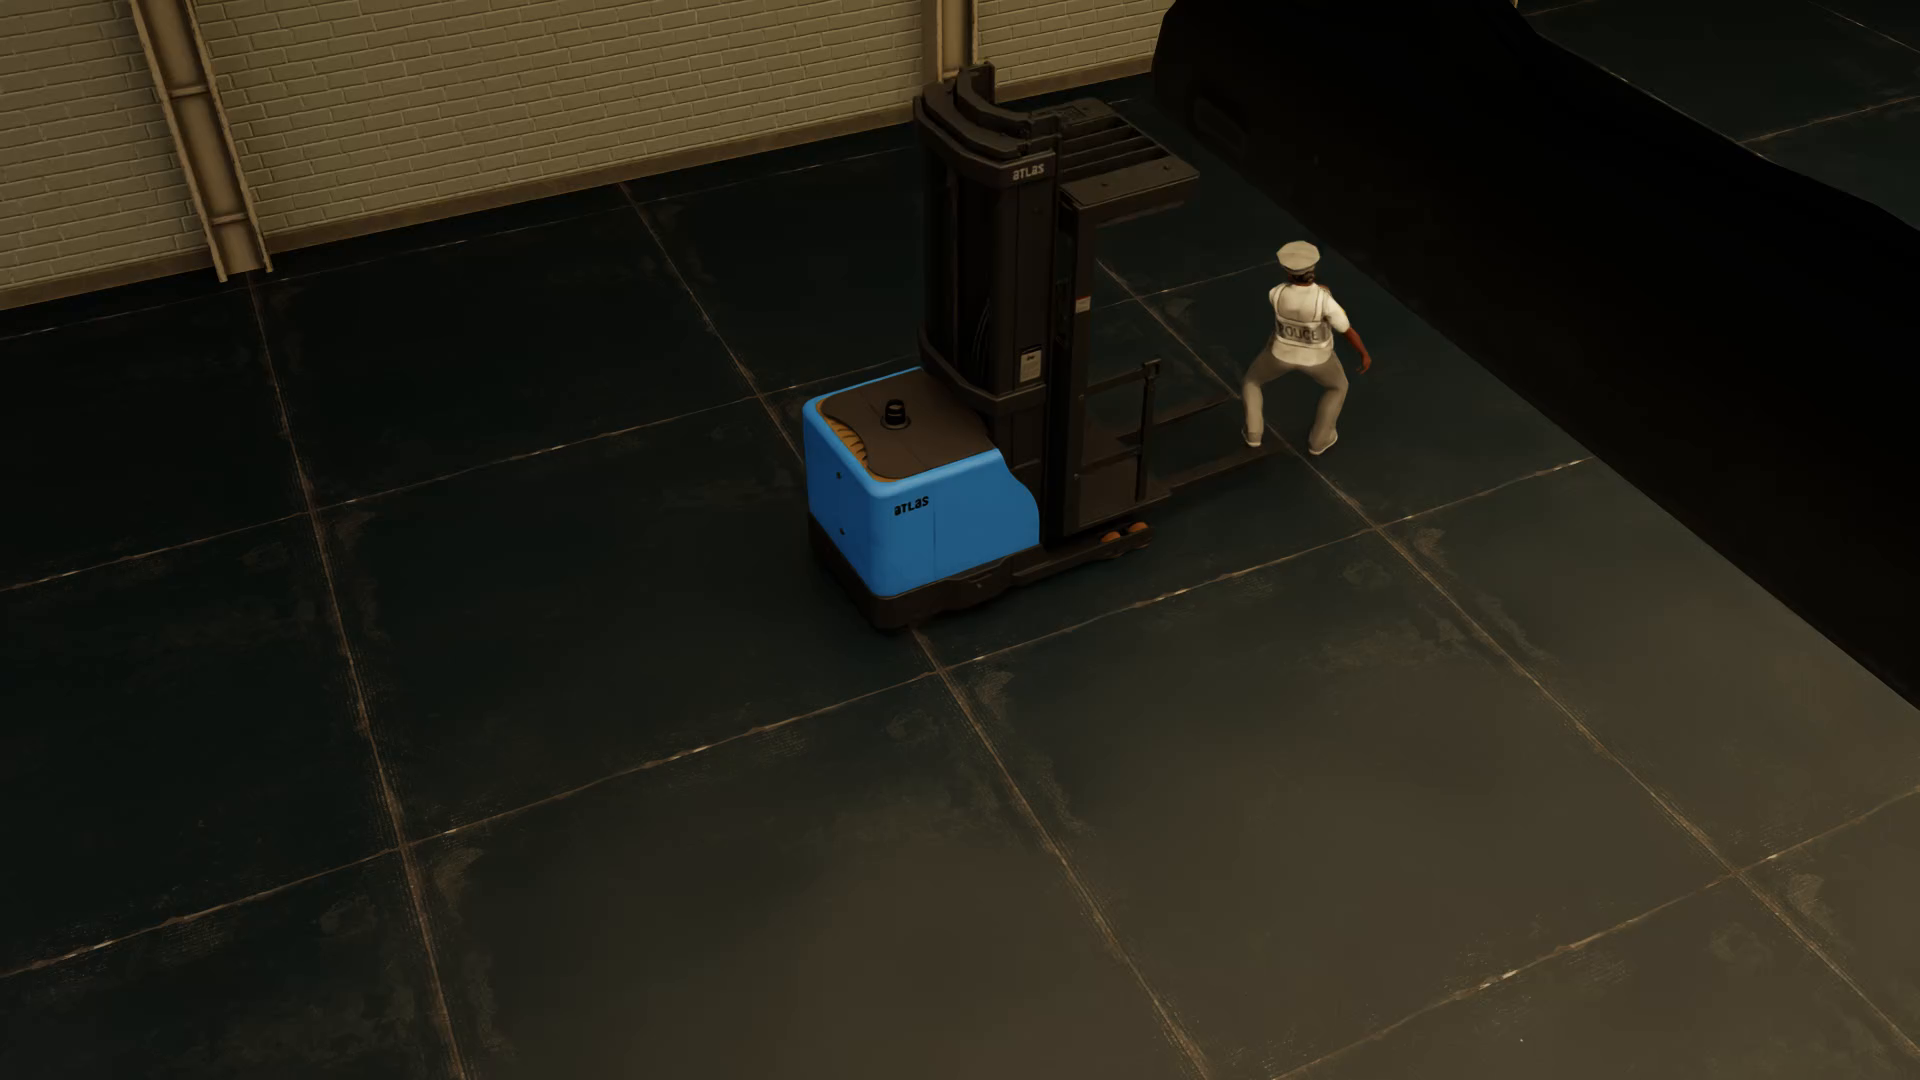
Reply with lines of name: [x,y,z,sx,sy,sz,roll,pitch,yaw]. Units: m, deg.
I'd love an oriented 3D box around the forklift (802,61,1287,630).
forklift: [0.617,-1.288,9.560,3.031,2.935,1.130,-19,44,-22]

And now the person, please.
person: [2.205,-1.207,10.537,0.792,1.541,0.812,9,41,10]
